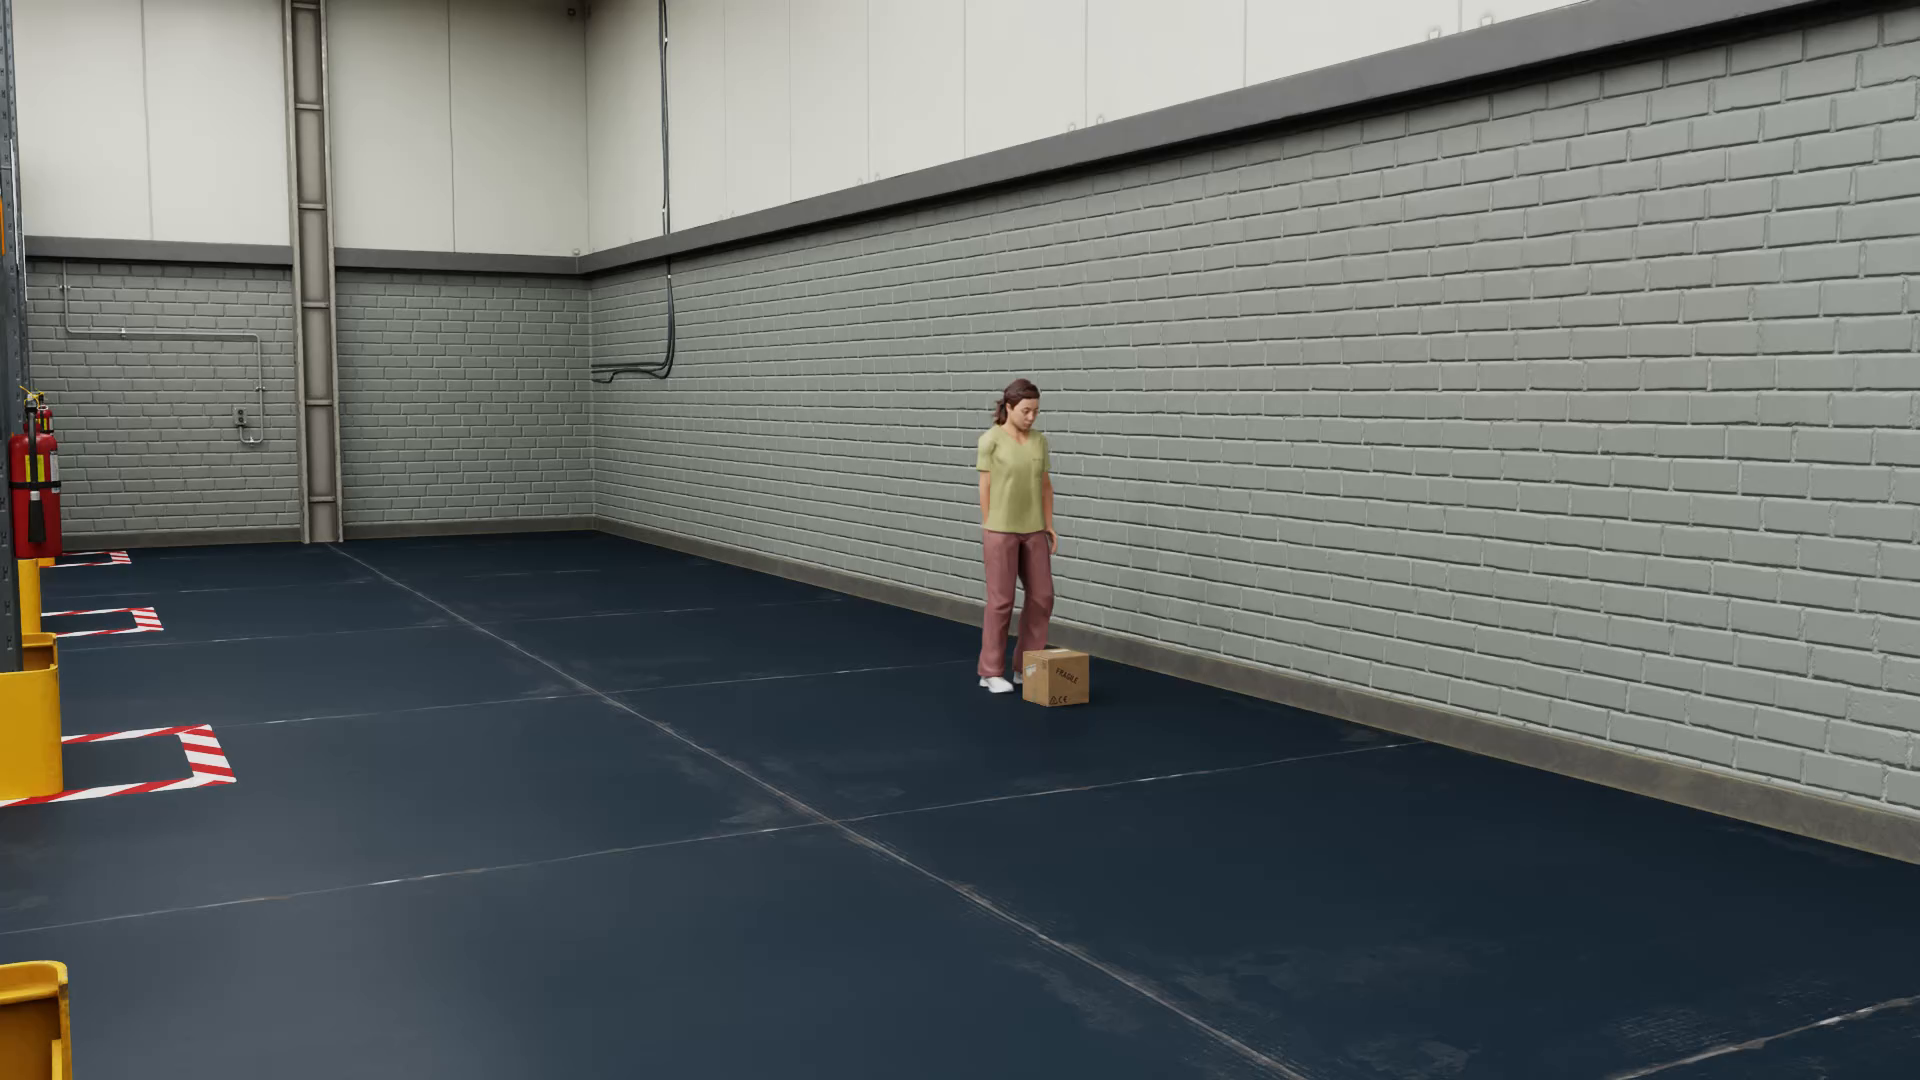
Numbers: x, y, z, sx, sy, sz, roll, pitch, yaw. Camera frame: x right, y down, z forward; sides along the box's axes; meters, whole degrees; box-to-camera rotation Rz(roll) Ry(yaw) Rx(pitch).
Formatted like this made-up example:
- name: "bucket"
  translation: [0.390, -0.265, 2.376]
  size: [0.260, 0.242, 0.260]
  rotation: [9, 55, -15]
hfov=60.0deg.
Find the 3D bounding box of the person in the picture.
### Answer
- name: "person"
  translation: [0.307, -0.029, 8.907]
  size: [0.452, 1.664, 0.361]
  rotation: [-3, 6, -28]
